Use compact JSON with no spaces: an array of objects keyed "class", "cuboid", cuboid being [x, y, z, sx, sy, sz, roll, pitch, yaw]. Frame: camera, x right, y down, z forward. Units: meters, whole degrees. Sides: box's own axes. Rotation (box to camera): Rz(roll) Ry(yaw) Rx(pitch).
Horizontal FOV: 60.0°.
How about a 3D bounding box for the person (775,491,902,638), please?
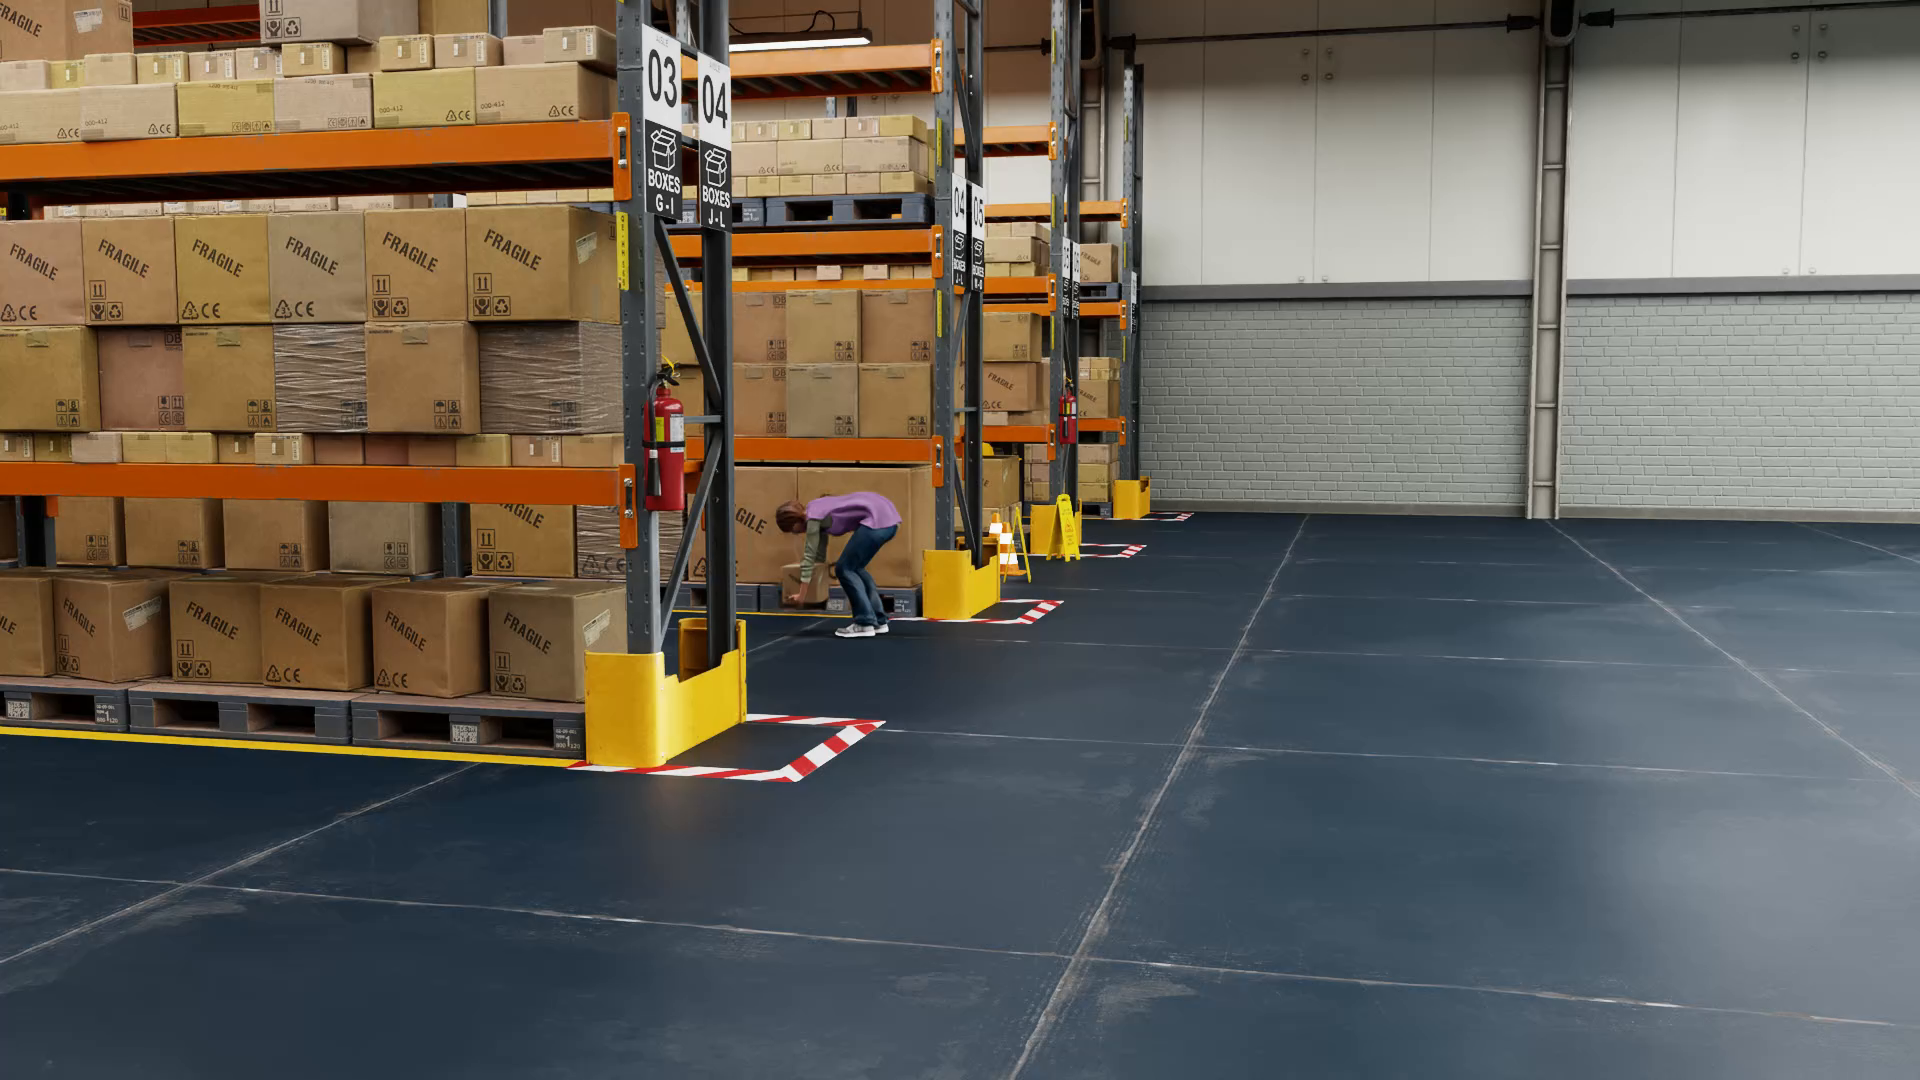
[{"class":"person","cuboid":[-0.825,0.157,11.229,0.871,0.980,0.396,1,5,11]}]
